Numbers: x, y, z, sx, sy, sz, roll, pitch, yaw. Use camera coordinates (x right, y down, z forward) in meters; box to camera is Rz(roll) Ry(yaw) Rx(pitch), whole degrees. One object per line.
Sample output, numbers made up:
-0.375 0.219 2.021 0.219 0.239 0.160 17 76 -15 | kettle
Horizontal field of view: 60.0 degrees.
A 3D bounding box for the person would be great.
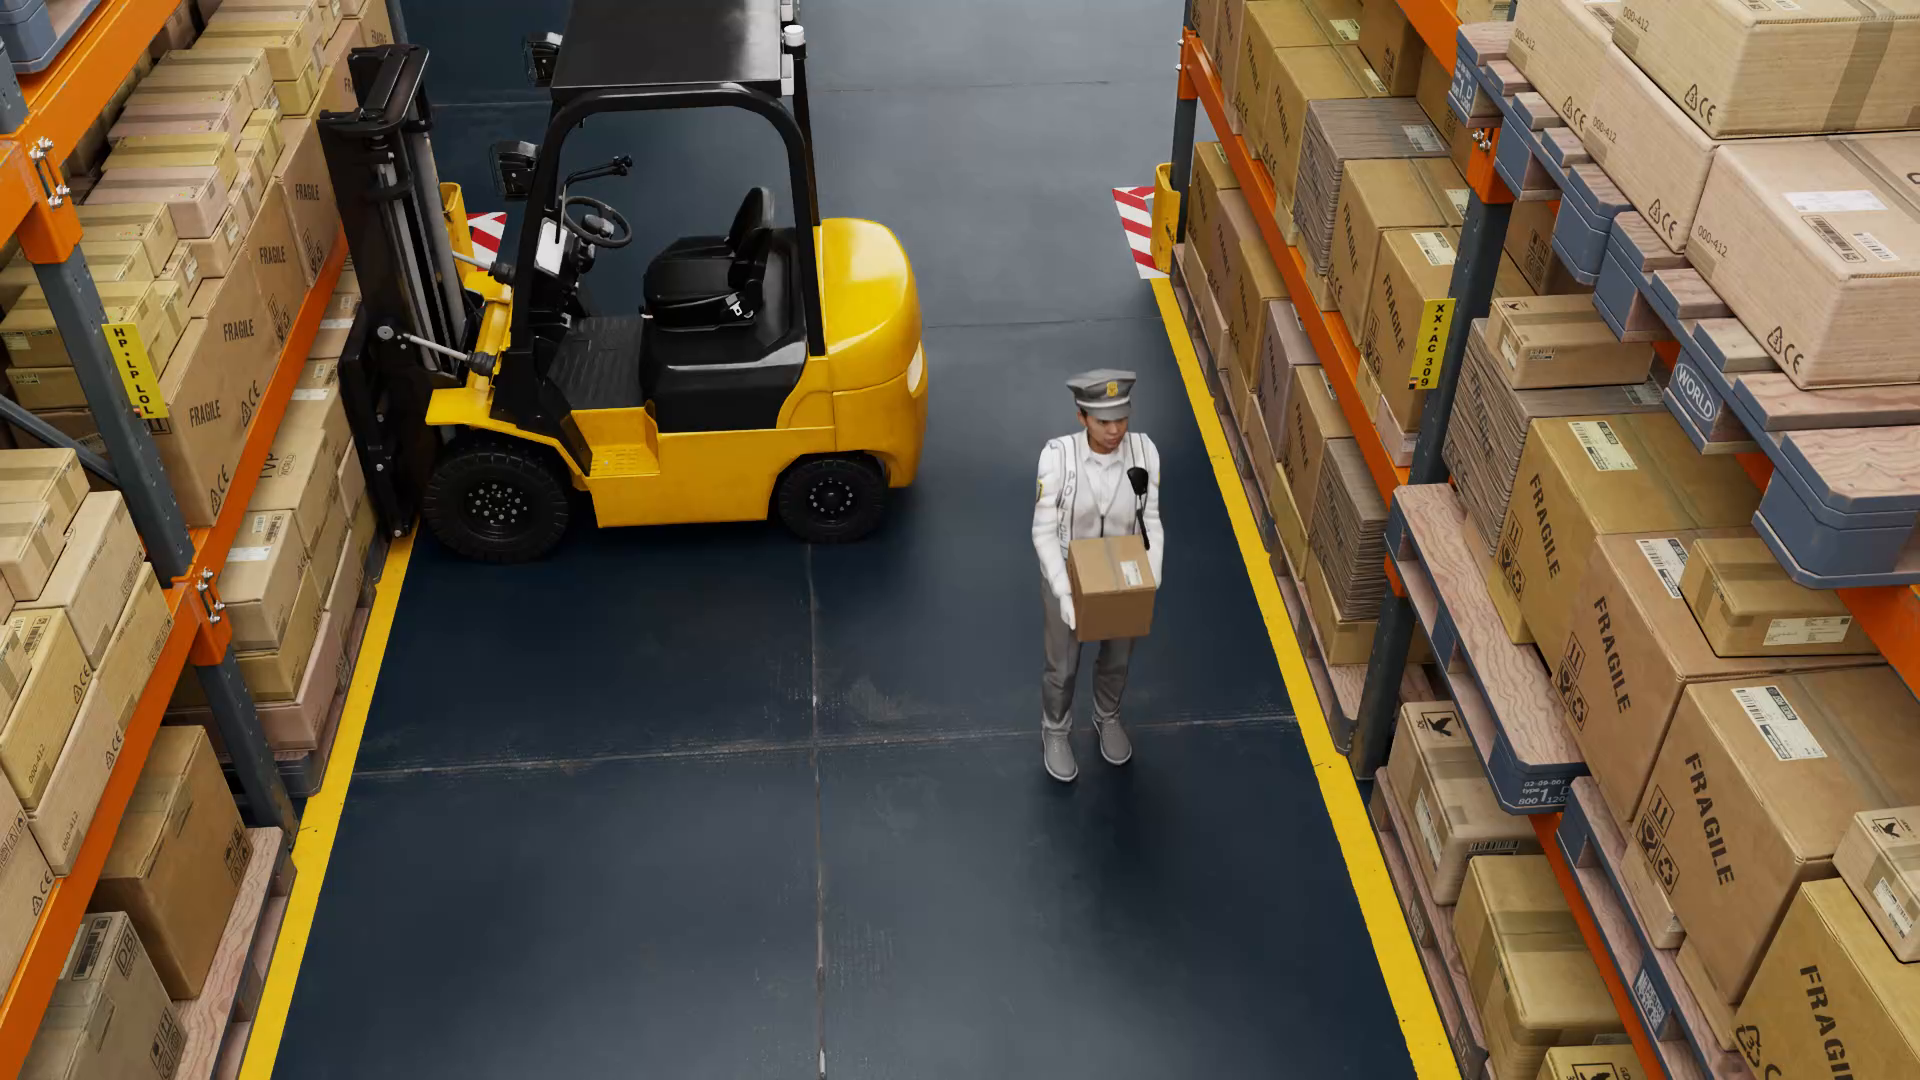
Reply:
0.482 0.166 5.935 0.459 1.686 0.553 -5 40 -6 | person
